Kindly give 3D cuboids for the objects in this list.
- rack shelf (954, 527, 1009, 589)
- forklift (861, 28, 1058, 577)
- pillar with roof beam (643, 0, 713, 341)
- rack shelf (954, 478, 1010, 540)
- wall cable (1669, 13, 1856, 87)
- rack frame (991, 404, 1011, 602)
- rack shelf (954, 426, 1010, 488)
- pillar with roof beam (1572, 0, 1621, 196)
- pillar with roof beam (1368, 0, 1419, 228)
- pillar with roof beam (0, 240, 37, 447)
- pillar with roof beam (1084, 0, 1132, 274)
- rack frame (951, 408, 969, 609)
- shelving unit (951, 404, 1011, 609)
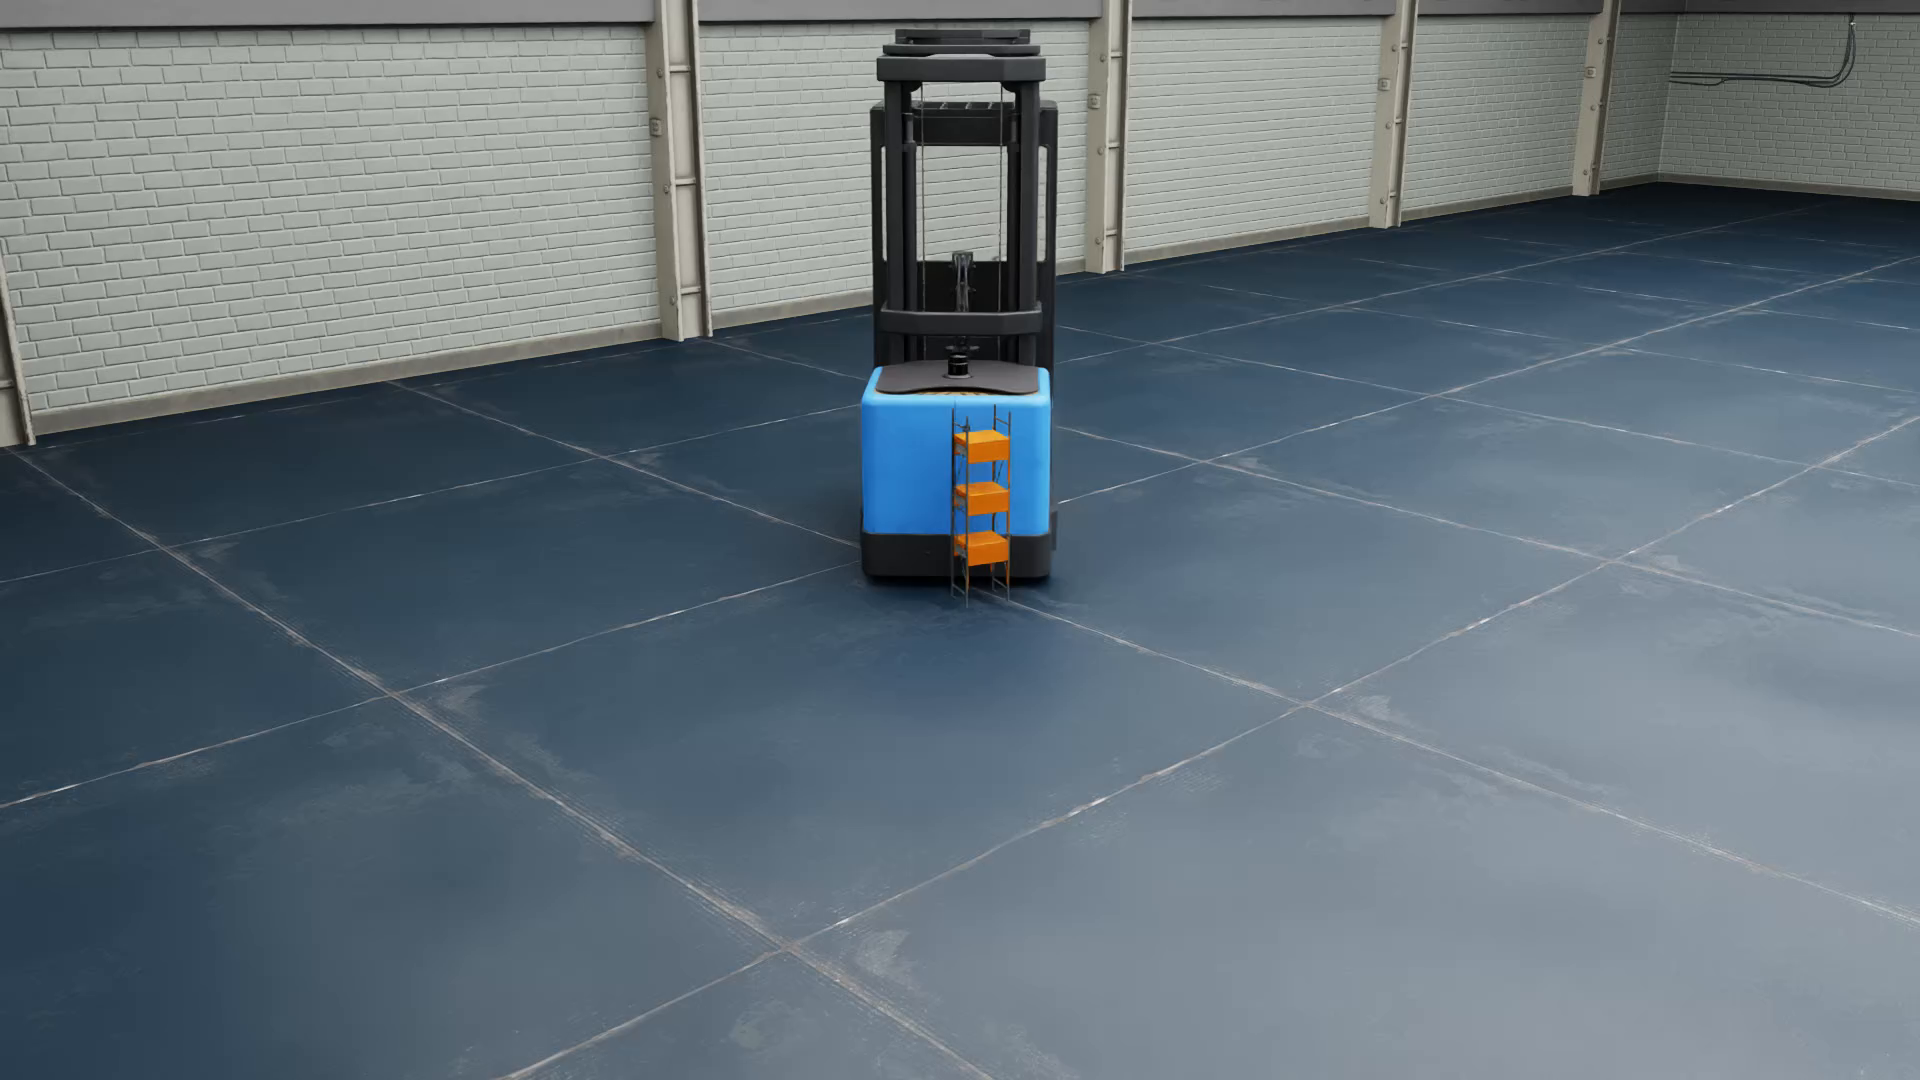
[{"bbox_3d":[0.108,0.096,8.918,0.240,0.259,0.215,-8,20,-23],"label":"rack shelf"},{"bbox_3d":[0.035,-1.592,10.142,1.130,2.935,3.031,1,18,2],"label":"forklift"},{"bbox_3d":[0.324,-5.280,11.679,0.400,9.000,9.100,-16,24,-41],"label":"pillar with roof beam"},{"bbox_3d":[0.109,-0.167,8.830,0.240,0.259,0.215,-8,20,-23],"label":"rack shelf"},{"bbox_3d":[13.495,-8.910,27.909,0.112,2.526,3.097,-16,24,-41],"label":"wall cable"},{"bbox_3d":[0.219,-0.193,8.875,0.008,1.050,0.200,-8,20,-23],"label":"rack frame"},{"bbox_3d":[0.110,-0.437,8.740,0.240,0.259,0.215,-8,20,-23],"label":"rack shelf"},{"bbox_3d":[13.403,-9.094,23.443,0.400,9.000,9.100,-16,24,-41],"label":"pillar with roof beam"},{"bbox_3d":[9.044,-7.823,19.522,0.400,9.000,9.100,-16,24,-41],"label":"pillar with roof beam"},{"bbox_3d":[-4.035,-4.009,7.758,0.400,9.000,9.100,-16,24,-41],"label":"pillar with roof beam"},{"bbox_3d":[4.684,-6.551,15.600,0.400,9.000,9.100,-16,24,-41],"label":"pillar with roof beam"},{"bbox_3d":[-0.002,-0.162,8.778,0.008,1.050,0.200,-8,20,-23],"label":"rack frame"},{"bbox_3d":[0.109,-0.177,8.827,0.252,1.050,0.215,-8,20,-23],"label":"shelving unit"}]
